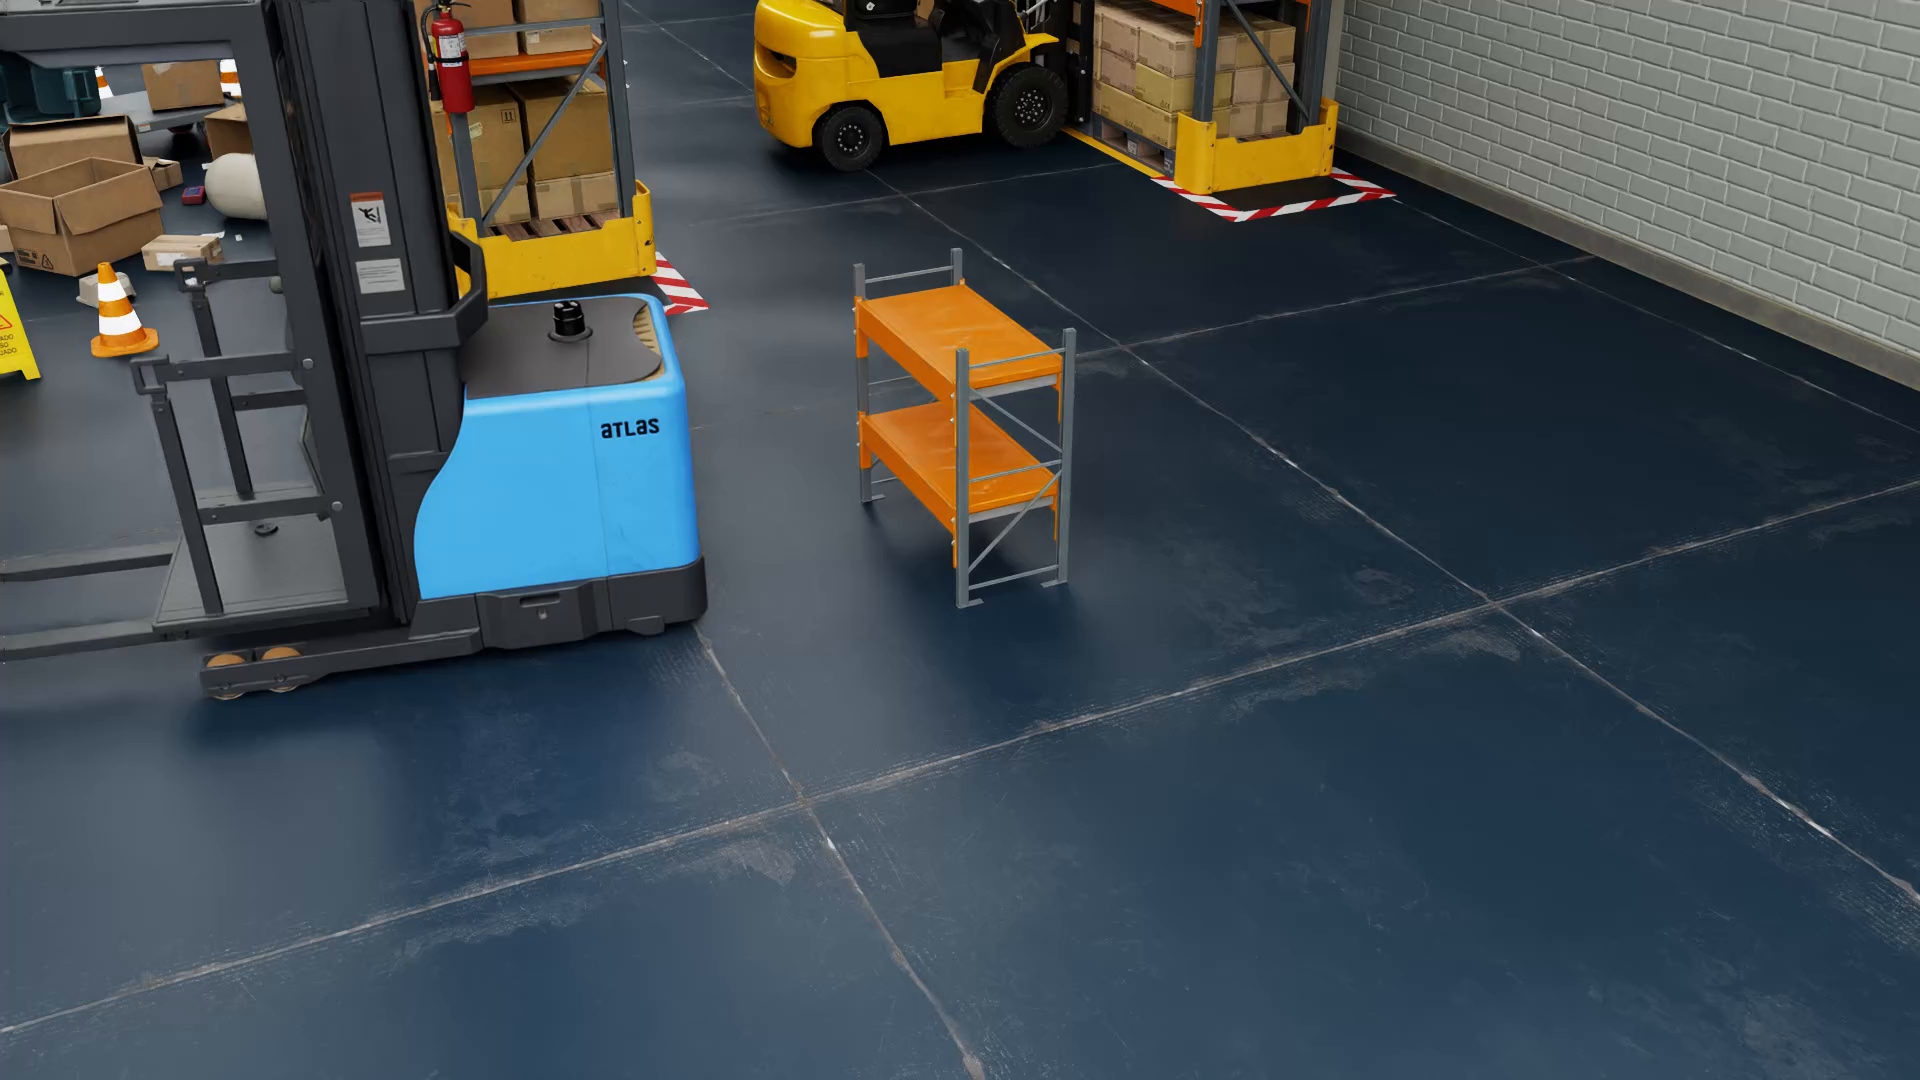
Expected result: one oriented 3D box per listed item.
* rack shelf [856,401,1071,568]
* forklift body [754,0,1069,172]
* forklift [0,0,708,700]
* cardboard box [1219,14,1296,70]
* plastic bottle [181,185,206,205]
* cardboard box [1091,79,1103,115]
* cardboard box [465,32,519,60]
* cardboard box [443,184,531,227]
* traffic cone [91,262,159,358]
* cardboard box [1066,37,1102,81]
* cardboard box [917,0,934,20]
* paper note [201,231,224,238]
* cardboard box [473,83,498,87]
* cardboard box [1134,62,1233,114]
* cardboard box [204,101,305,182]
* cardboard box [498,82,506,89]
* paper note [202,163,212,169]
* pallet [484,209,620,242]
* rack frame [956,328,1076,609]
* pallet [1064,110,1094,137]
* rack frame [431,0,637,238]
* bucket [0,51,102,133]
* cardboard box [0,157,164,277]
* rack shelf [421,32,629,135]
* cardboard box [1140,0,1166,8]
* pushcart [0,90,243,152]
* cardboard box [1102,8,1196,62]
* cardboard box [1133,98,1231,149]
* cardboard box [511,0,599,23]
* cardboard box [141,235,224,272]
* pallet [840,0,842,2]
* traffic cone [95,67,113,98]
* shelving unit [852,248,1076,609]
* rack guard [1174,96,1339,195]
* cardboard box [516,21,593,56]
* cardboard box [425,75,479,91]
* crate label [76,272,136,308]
[{"bbox_3d":[-0.003,-0.280,7.100,0.538,0.278,1.000,-13,32,-22],"label":"rack shelf"},{"bbox_3d":[-0.382,-3.983,12.155,2.313,2.155,1.214,-13,32,-22],"label":"forklift body"},{"bbox_3d":[-2.580,-0.971,5.984,3.031,2.935,1.130,-7,30,-13],"label":"forklift"},{"bbox_3d":[2.044,-3.571,11.911,0.500,0.250,0.500,-14,32,-23],"label":"cardboard box"},{"bbox_3d":[-5.259,-2.377,11.426,0.133,0.061,0.283,-8,30,-13],"label":"plastic bottle"},{"bbox_3d":[1.181,-3.469,12.751,0.500,0.250,0.500,-13,32,-21],"label":"cardboard box"},{"bbox_3d":[-2.756,-2.866,9.551,0.380,0.149,0.250,-12,31,-20],"label":"cardboard box"},{"bbox_3d":[-3.002,-2.150,10.400,0.500,0.250,0.500,-13,32,-22],"label":"cardboard box"},{"bbox_3d":[-4.608,-1.284,9.068,0.336,0.463,0.334,-13,32,-22],"label":"traffic cone"},{"bbox_3d":[1.142,-3.698,12.648,0.500,0.250,0.500,-14,32,-23],"label":"cardboard box"},{"bbox_3d":[0.128,-5.041,15.172,0.875,0.625,0.625,-12,31,-20],"label":"cardboard box"},{"bbox_3d":[-4.835,-1.961,10.728,0.148,0.019,0.142,-3,29,-5],"label":"paper note"},{"bbox_3d":[-3.209,-2.695,10.605,0.500,0.500,0.500,-12,31,-20],"label":"cardboard box"},{"bbox_3d":[1.588,-3.250,11.850,0.500,0.250,0.500,-14,32,-23],"label":"cardboard box"},{"bbox_3d":[-4.888,-2.774,11.683,0.500,0.500,0.500,7,30,13],"label":"cardboard box"},{"bbox_3d":[-2.738,-2.821,10.829,0.500,0.500,0.500,-14,32,-24],"label":"cardboard box"},{"bbox_3d":[-5.433,-2.735,12.096,0.148,0.019,0.142,-13,32,-22],"label":"paper note"},{"bbox_3d":[-2.752,-2.039,10.670,1.003,0.211,1.213,-13,32,-22],"label":"pallet"},{"bbox_3d":[0.215,-0.269,6.580,0.500,1.125,0.032,-13,32,-22],"label":"rack frame"},{"bbox_3d":[1.193,-3.550,13.365,1.003,0.211,1.213,-13,32,-22],"label":"pallet"},{"bbox_3d":[-2.402,-2.855,9.275,1.000,3.000,0.127,-13,32,-22],"label":"rack frame"},{"bbox_3d":[-6.406,-3.197,11.678,0.726,0.611,0.620,-3,19,-5],"label":"bucket"},{"bbox_3d":[-5.443,-2.011,10.321,0.637,0.503,0.797,13,32,21],"label":"cardboard box"},{"bbox_3d":[-3.261,-3.425,11.026,1.077,0.370,4.000,-13,32,-22],"label":"rack shelf"},{"bbox_3d":[1.621,-4.014,12.701,0.500,0.250,0.500,-13,32,-22],"label":"cardboard box"},{"bbox_3d":[-6.157,-2.978,12.174,0.936,0.377,1.648,26,38,38],"label":"pushcart"},{"bbox_3d":[1.375,-3.681,12.108,0.500,0.250,0.500,-12,32,-21],"label":"cardboard box"},{"bbox_3d":[1.592,-3.024,11.958,0.500,0.250,0.500,-13,32,-22],"label":"cardboard box"},{"bbox_3d":[-2.355,-3.296,9.655,0.500,0.500,0.500,-14,32,-23],"label":"cardboard box"},{"bbox_3d":[-4.789,-1.766,10.248,0.380,0.149,0.250,2,29,4],"label":"cardboard box"},{"bbox_3d":[-0.517,-5.307,16.498,1.003,0.211,1.213,-13,32,-22],"label":"pallet"},{"bbox_3d":[-6.944,-3.688,13.353,0.336,0.463,0.334,-13,32,-22],"label":"traffic cone"},{"bbox_3d":[-0.003,-0.494,6.980,0.538,1.125,1.048,-13,32,-22],"label":"shelving unit"},{"bbox_3d":[2.090,-2.798,11.729,1.175,0.500,0.348,-13,32,-22],"label":"rack guard"},{"bbox_3d":[-2.361,-2.939,9.681,0.380,0.149,0.250,-13,32,-22],"label":"cardboard box"},{"bbox_3d":[-3.200,-2.896,10.300,0.380,0.149,0.250,-12,31,-21],"label":"cardboard box"},{"bbox_3d":[-5.002,-1.477,9.743,0.298,0.136,0.250,19,34,30],"label":"crate label"}]
